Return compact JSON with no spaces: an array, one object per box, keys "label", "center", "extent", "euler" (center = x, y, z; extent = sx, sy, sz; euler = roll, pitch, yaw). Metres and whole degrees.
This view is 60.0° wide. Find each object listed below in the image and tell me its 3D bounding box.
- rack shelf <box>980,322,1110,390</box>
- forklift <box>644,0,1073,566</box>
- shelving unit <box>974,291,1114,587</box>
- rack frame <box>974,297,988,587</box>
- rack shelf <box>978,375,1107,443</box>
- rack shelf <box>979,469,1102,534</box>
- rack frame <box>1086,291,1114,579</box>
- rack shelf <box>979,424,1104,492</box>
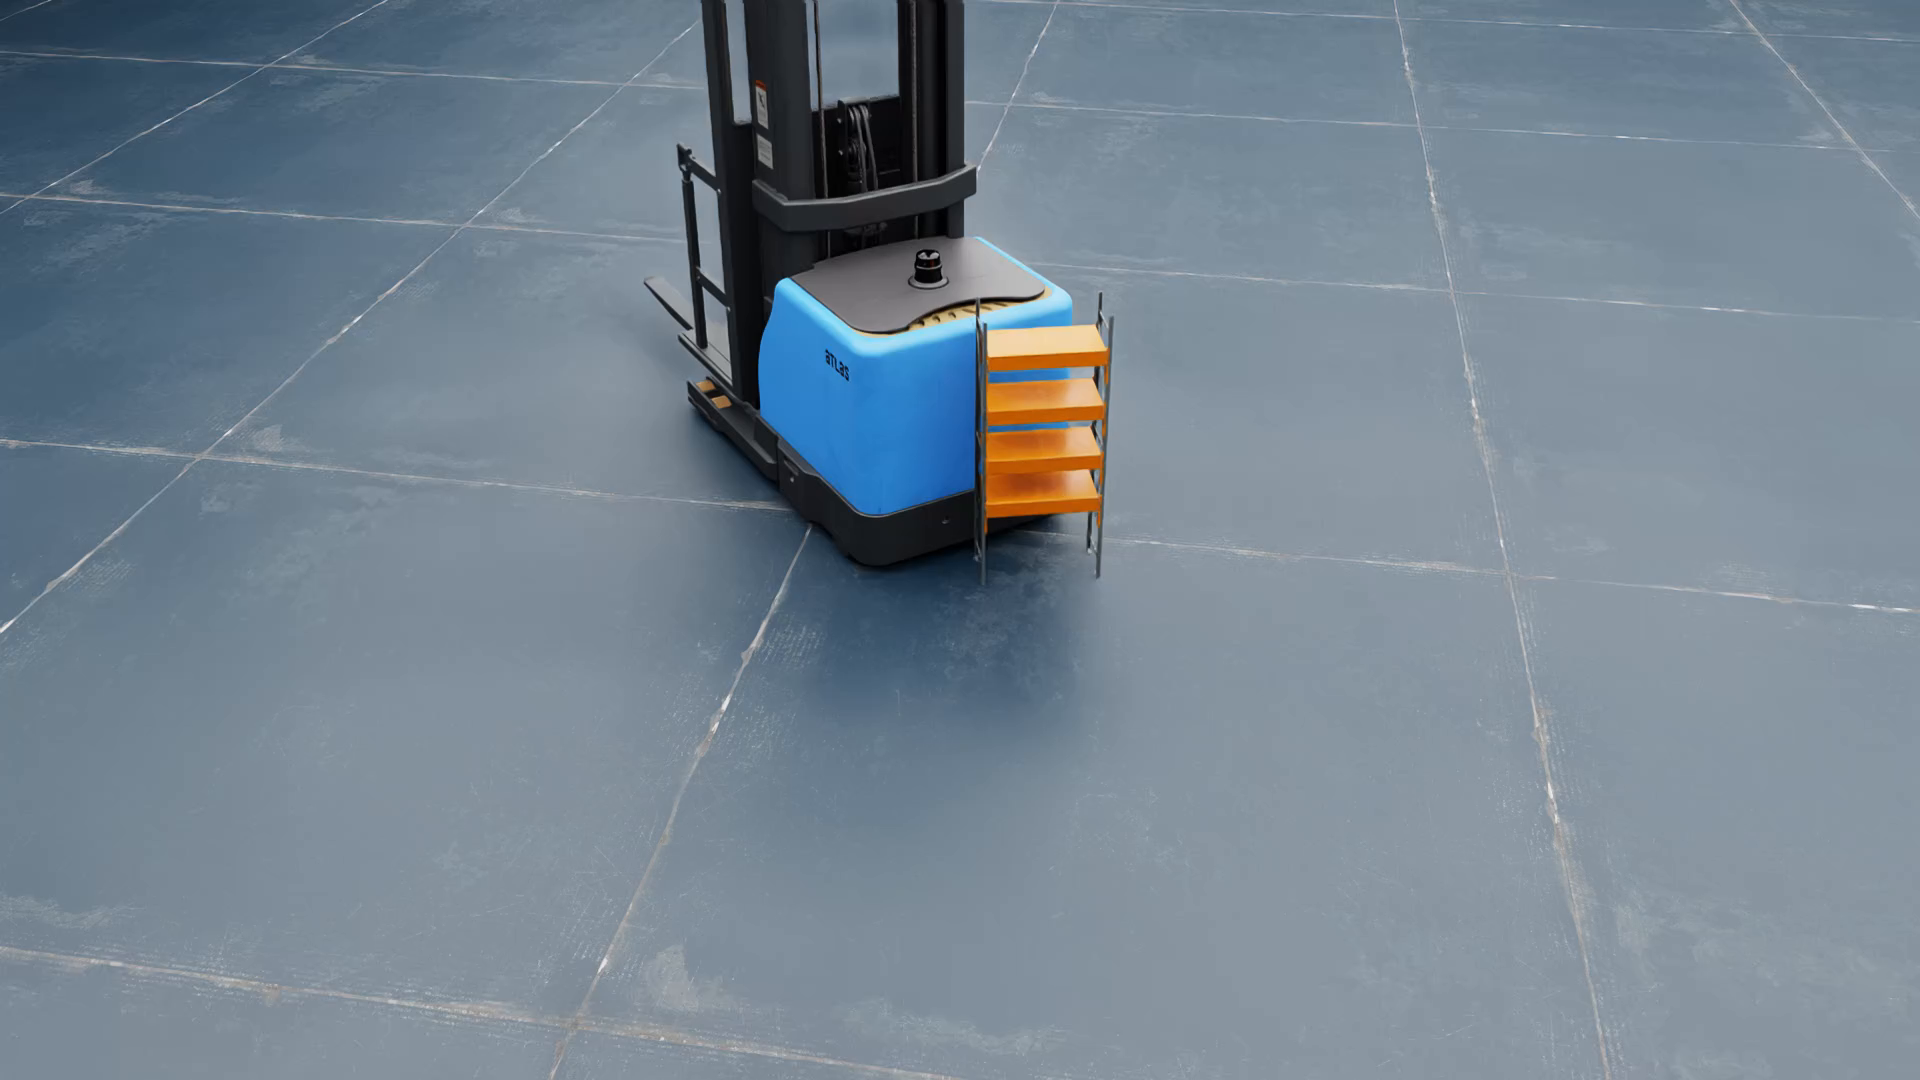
[{"label":"rack shelf","center":[0.325,-0.726,6.539],"extent":[0.480,0.148,0.258],"euler":[-4,32,-6]},{"label":"forklift","center":[-0.690,-1.887,7.502],"extent":[1.130,2.935,3.031],"euler":[-17,36,-25]},{"label":"shelving unit","center":[0.325,-0.393,6.748],"extent":[0.503,1.200,0.258],"euler":[-4,32,-6]},{"label":"rack frame","center":[0.083,-0.378,6.723],"extent":[0.015,1.200,0.240],"euler":[-4,32,-6]},{"label":"rack shelf","center":[0.325,-0.526,6.665],"extent":[0.480,0.148,0.258],"euler":[-4,32,-6]},{"label":"rack shelf","center":[0.325,-0.168,6.889],"extent":[0.480,0.148,0.258],"euler":[-4,32,-6]},{"label":"rack frame","center":[0.567,-0.409,6.772],"extent":[0.015,1.200,0.240],"euler":[-4,32,-6]},{"label":"rack shelf","center":[0.325,-0.336,6.783],"extent":[0.480,0.148,0.258],"euler":[-4,32,-6]}]
